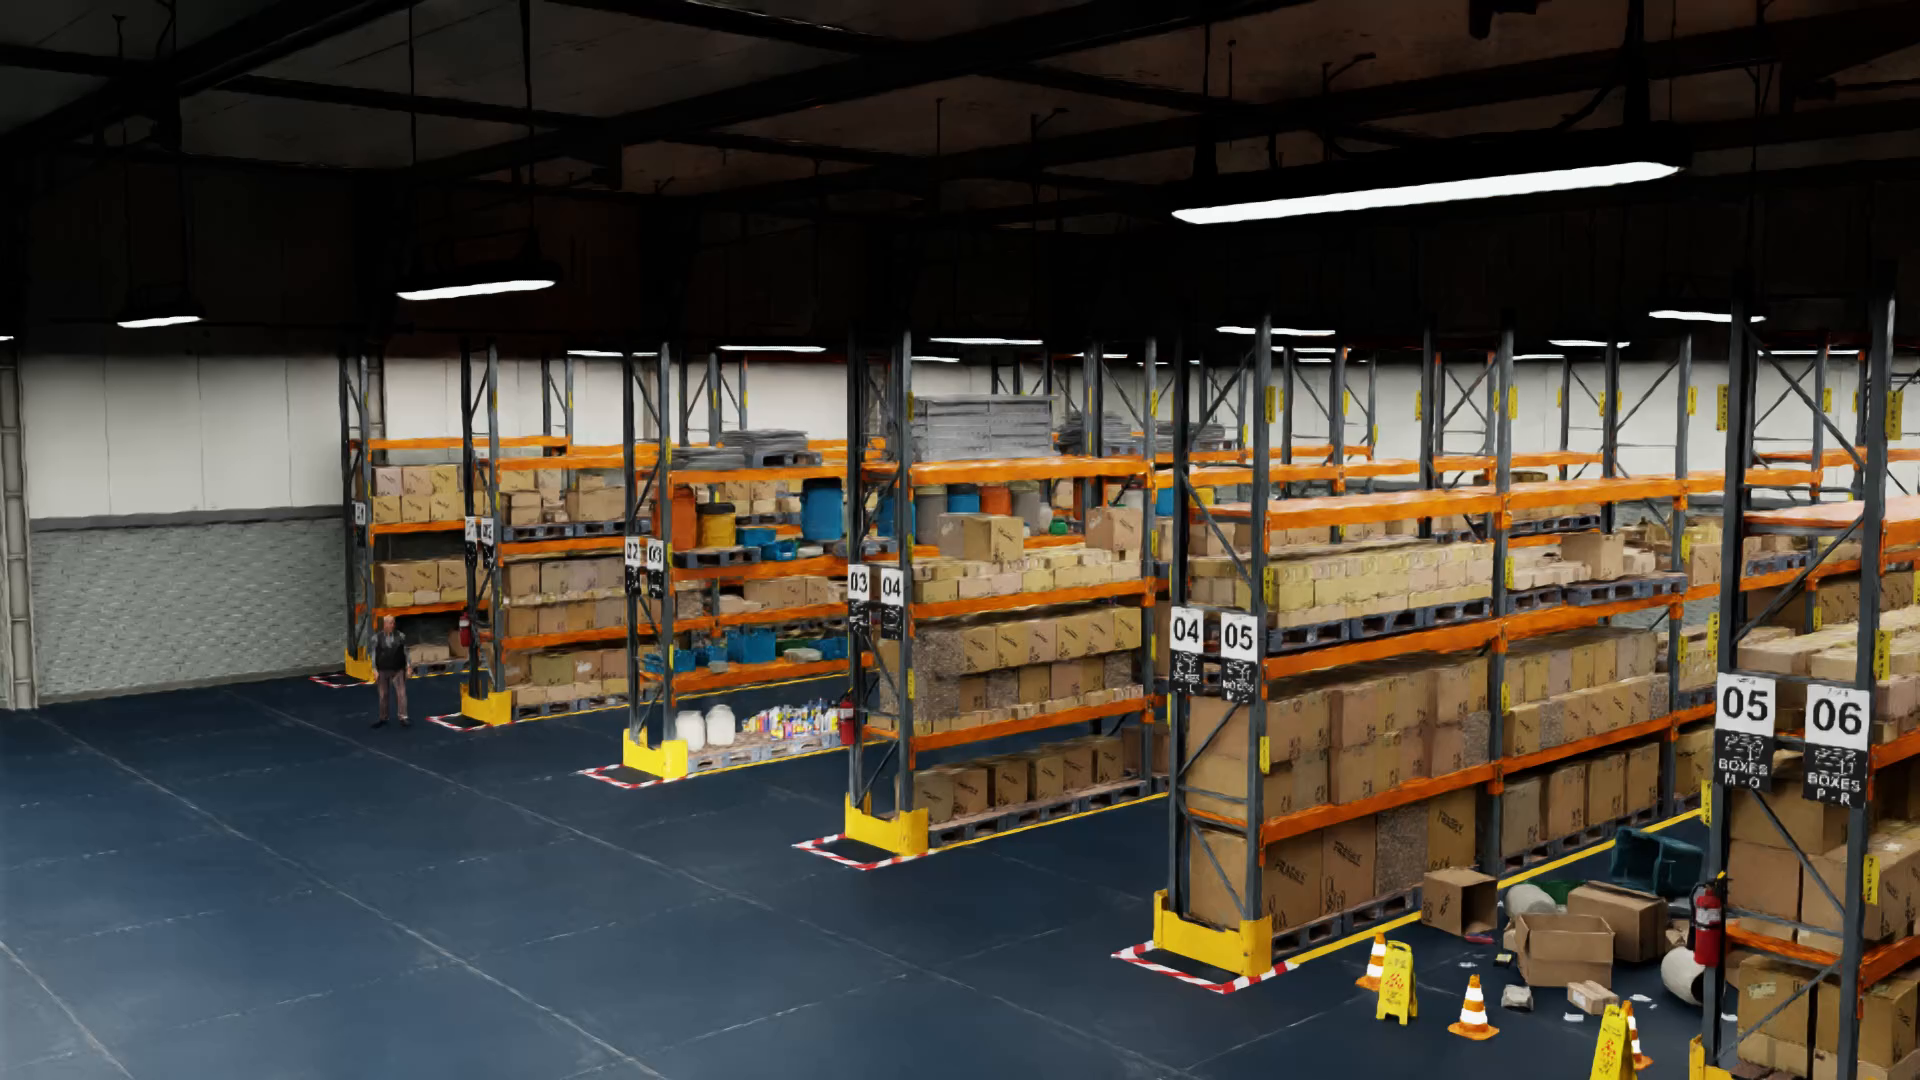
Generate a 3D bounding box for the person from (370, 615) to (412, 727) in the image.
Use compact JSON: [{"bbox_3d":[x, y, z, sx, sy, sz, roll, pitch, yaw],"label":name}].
[{"bbox_3d":[-8.740,2.007,25.520,0.615,1.725,0.427,-2,5,-21],"label":"person"}]
